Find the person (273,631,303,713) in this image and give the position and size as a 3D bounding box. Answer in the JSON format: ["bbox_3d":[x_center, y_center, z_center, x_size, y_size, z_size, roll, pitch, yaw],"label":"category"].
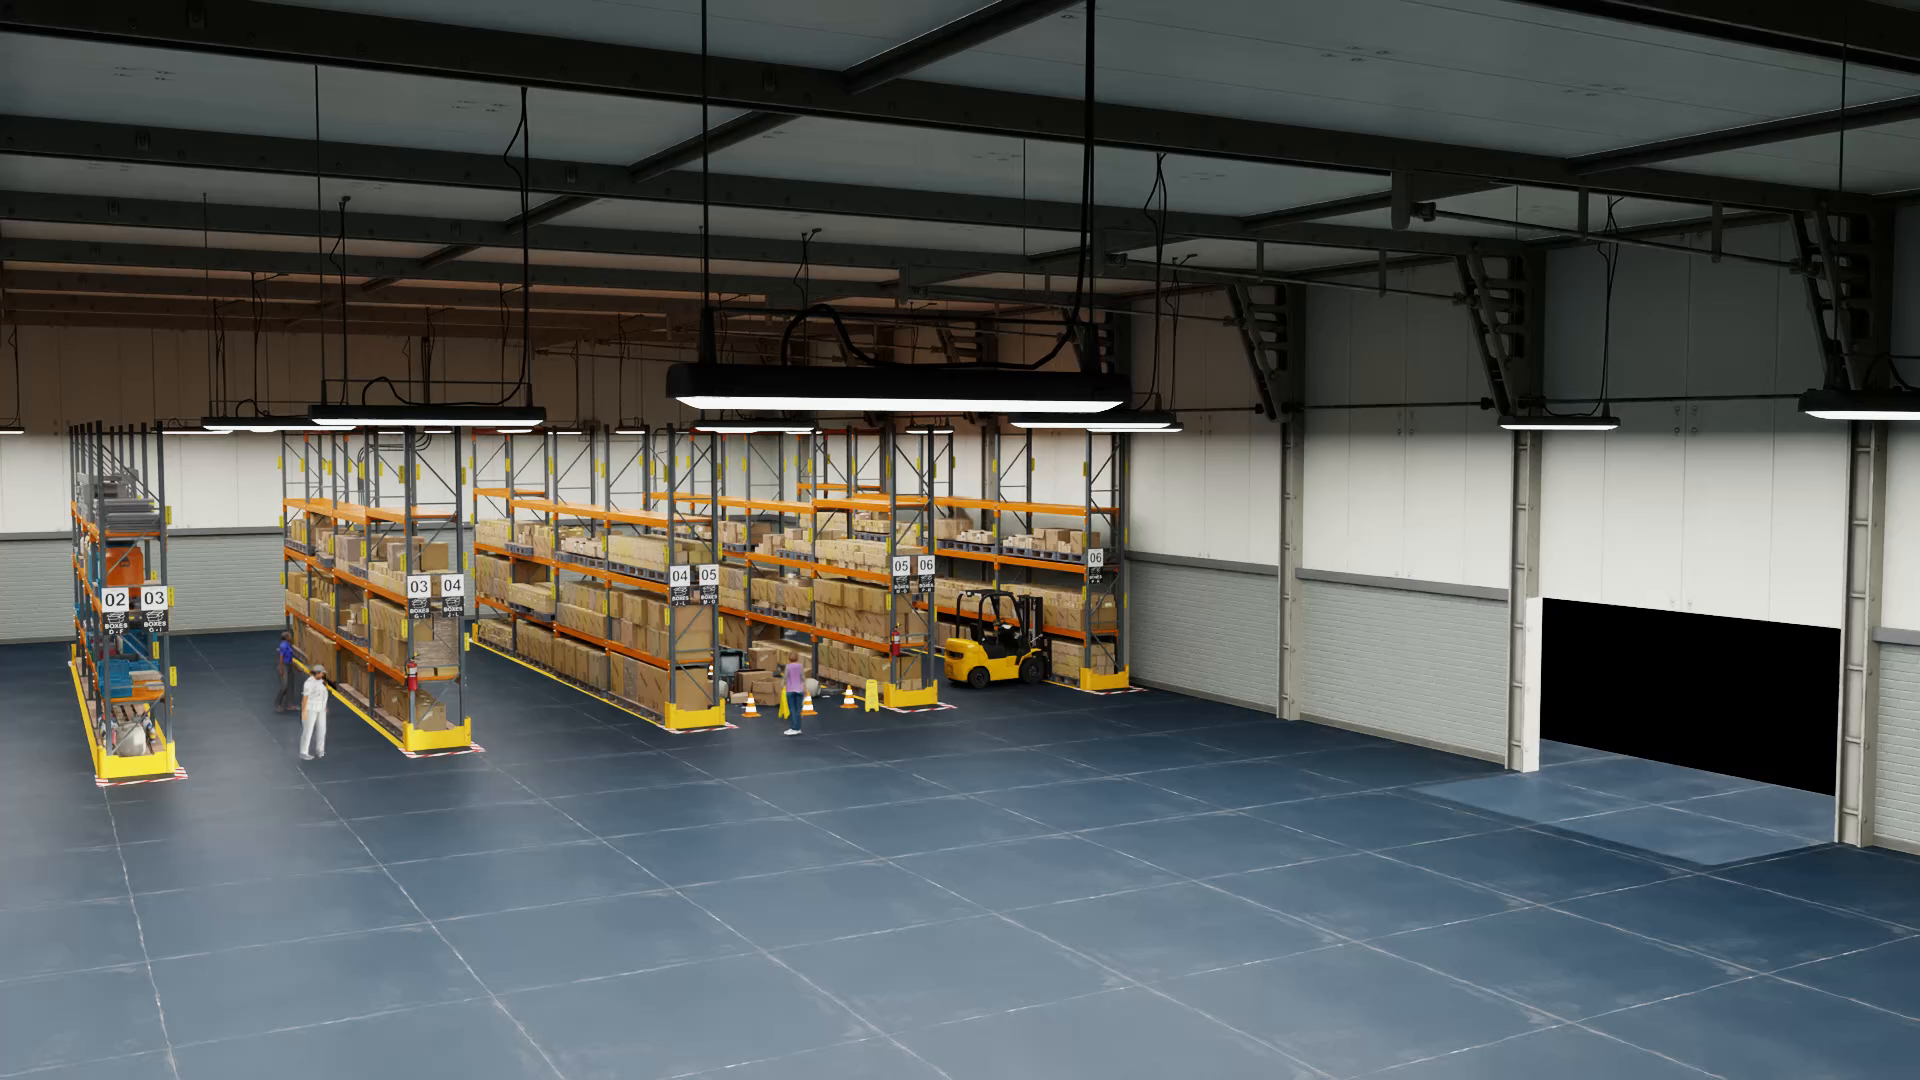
[{"bbox_3d":[-14.106,2.752,34.840,0.429,1.659,0.615,0,4,5],"label":"person"}]

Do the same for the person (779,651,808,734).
[{"bbox_3d":[-3.207,2.946,32.031,0.533,1.620,0.332,-1,4,-18],"label":"person"}]

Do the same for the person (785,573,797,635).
[{"bbox_3d":[-4.915,1.853,48.052,0.570,1.791,0.439,3,5,42],"label":"person"}]

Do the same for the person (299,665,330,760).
[{"bbox_3d":[-11.546,3.060,29.747,0.433,1.672,0.565,1,4,20],"label":"person"}]
